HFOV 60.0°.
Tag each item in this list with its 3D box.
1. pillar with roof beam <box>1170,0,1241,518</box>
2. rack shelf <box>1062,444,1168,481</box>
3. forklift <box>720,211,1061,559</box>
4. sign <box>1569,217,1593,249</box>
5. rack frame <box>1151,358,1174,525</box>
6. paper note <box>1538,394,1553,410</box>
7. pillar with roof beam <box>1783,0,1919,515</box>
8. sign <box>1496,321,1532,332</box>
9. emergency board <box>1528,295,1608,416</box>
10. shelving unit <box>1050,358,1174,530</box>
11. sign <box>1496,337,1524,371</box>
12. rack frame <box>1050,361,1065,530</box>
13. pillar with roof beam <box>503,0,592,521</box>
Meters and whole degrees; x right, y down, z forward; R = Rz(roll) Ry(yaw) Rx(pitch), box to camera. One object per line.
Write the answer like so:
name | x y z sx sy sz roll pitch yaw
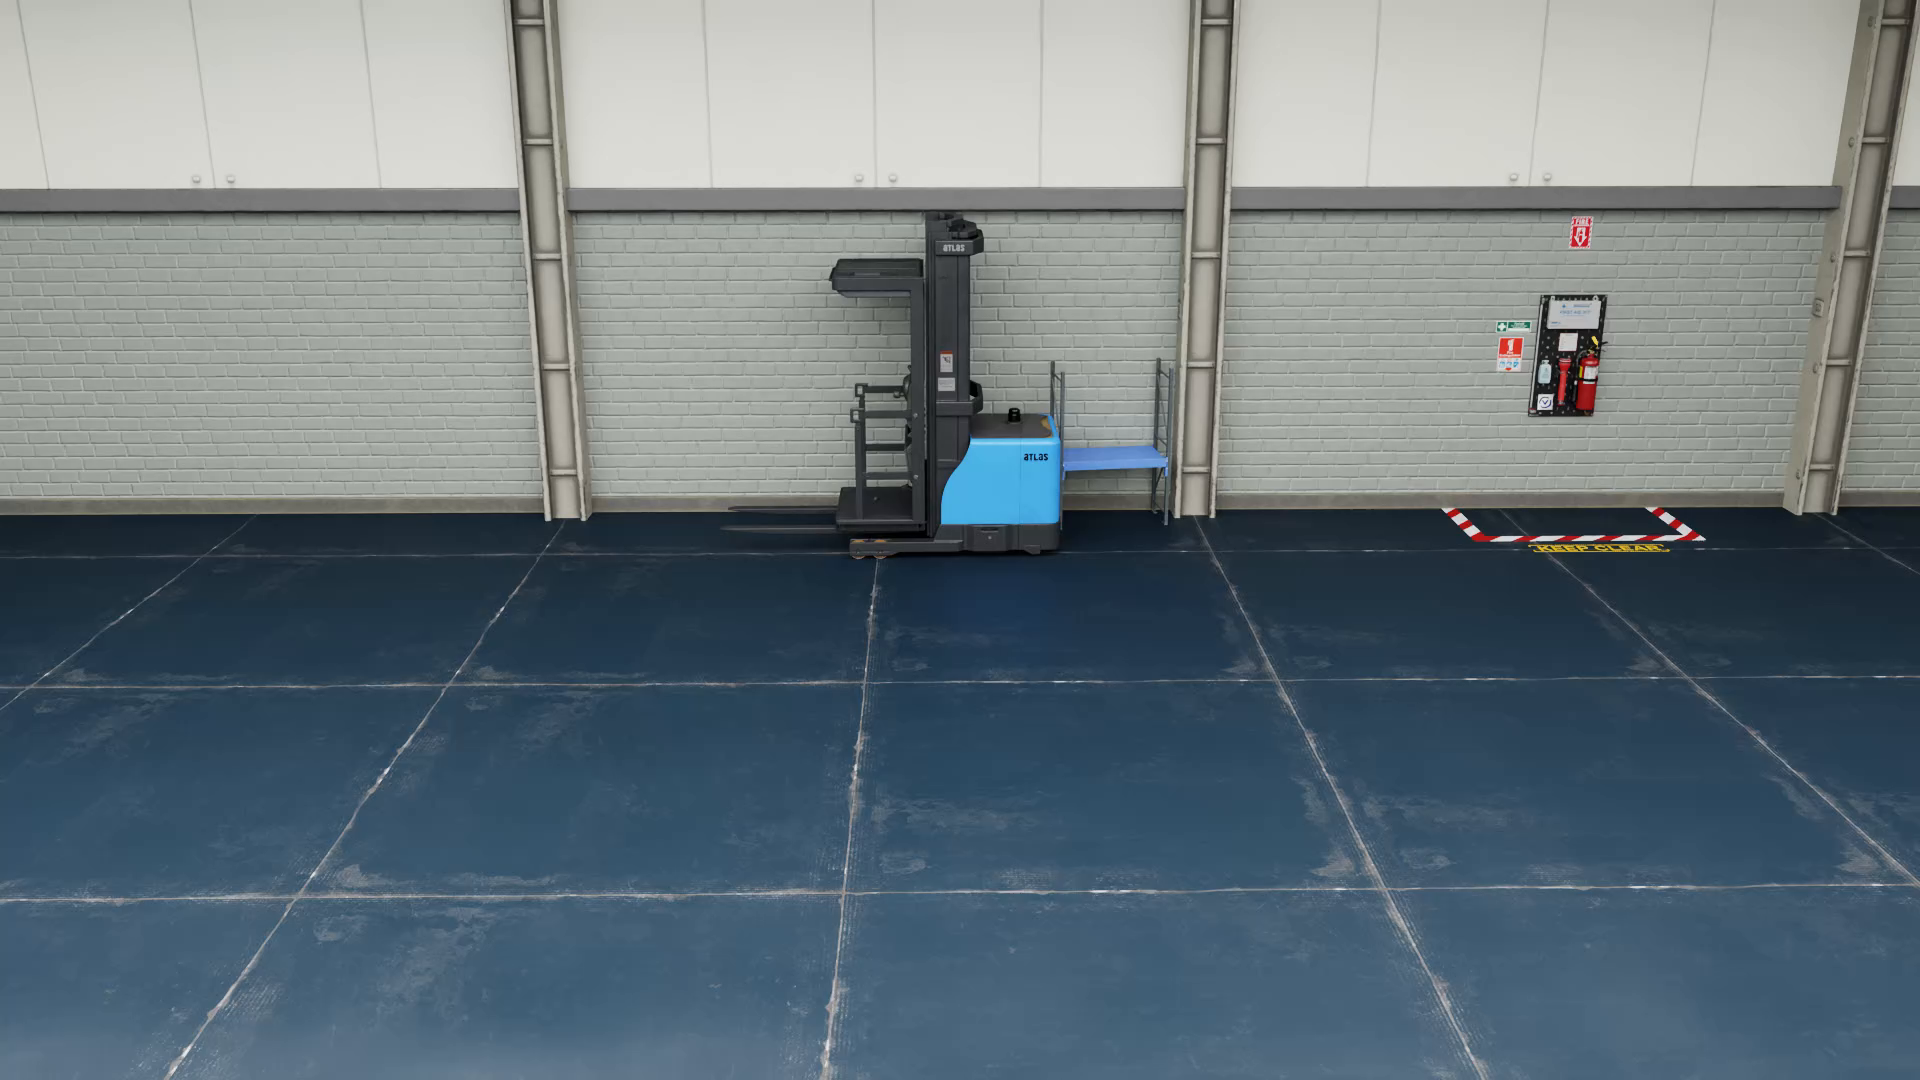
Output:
pillar with roof beam | 2.313 -3.230 10.586 0.400 9.000 9.100 0 18 -1
rack shelf | 1.405 -0.736 15.677 1.000 0.185 0.538 -3 18 -8
forklift | -0.630 -1.392 14.790 3.031 2.935 1.130 0 18 -1
sign | 5.763 -2.851 15.431 0.199 0.298 0.001 0 18 -1
rack frame | 1.908 -0.930 15.694 0.032 1.500 0.500 -3 18 -8
paper note | 5.594 -1.317 15.888 0.142 0.148 0.016 0 18 -1
pillar with roof beam | 8.312 -3.259 10.677 0.400 9.000 9.100 0 18 -1
sign | 5.223 -2.012 15.686 0.331 0.109 0.001 0 18 -1
emergency board | 5.772 -1.717 15.691 0.643 1.169 0.194 0 18 -1
shelving unit | 1.405 -0.907 15.623 1.048 1.500 0.538 -3 18 -8
sign | 5.218 -1.763 15.775 0.234 0.329 0.001 0 18 -1
rack frame | 0.902 -0.884 15.551 0.032 1.500 0.500 -3 18 -8
pillar with roof beam | -3.687 -3.201 10.496 0.400 9.000 9.100 0 18 -1
